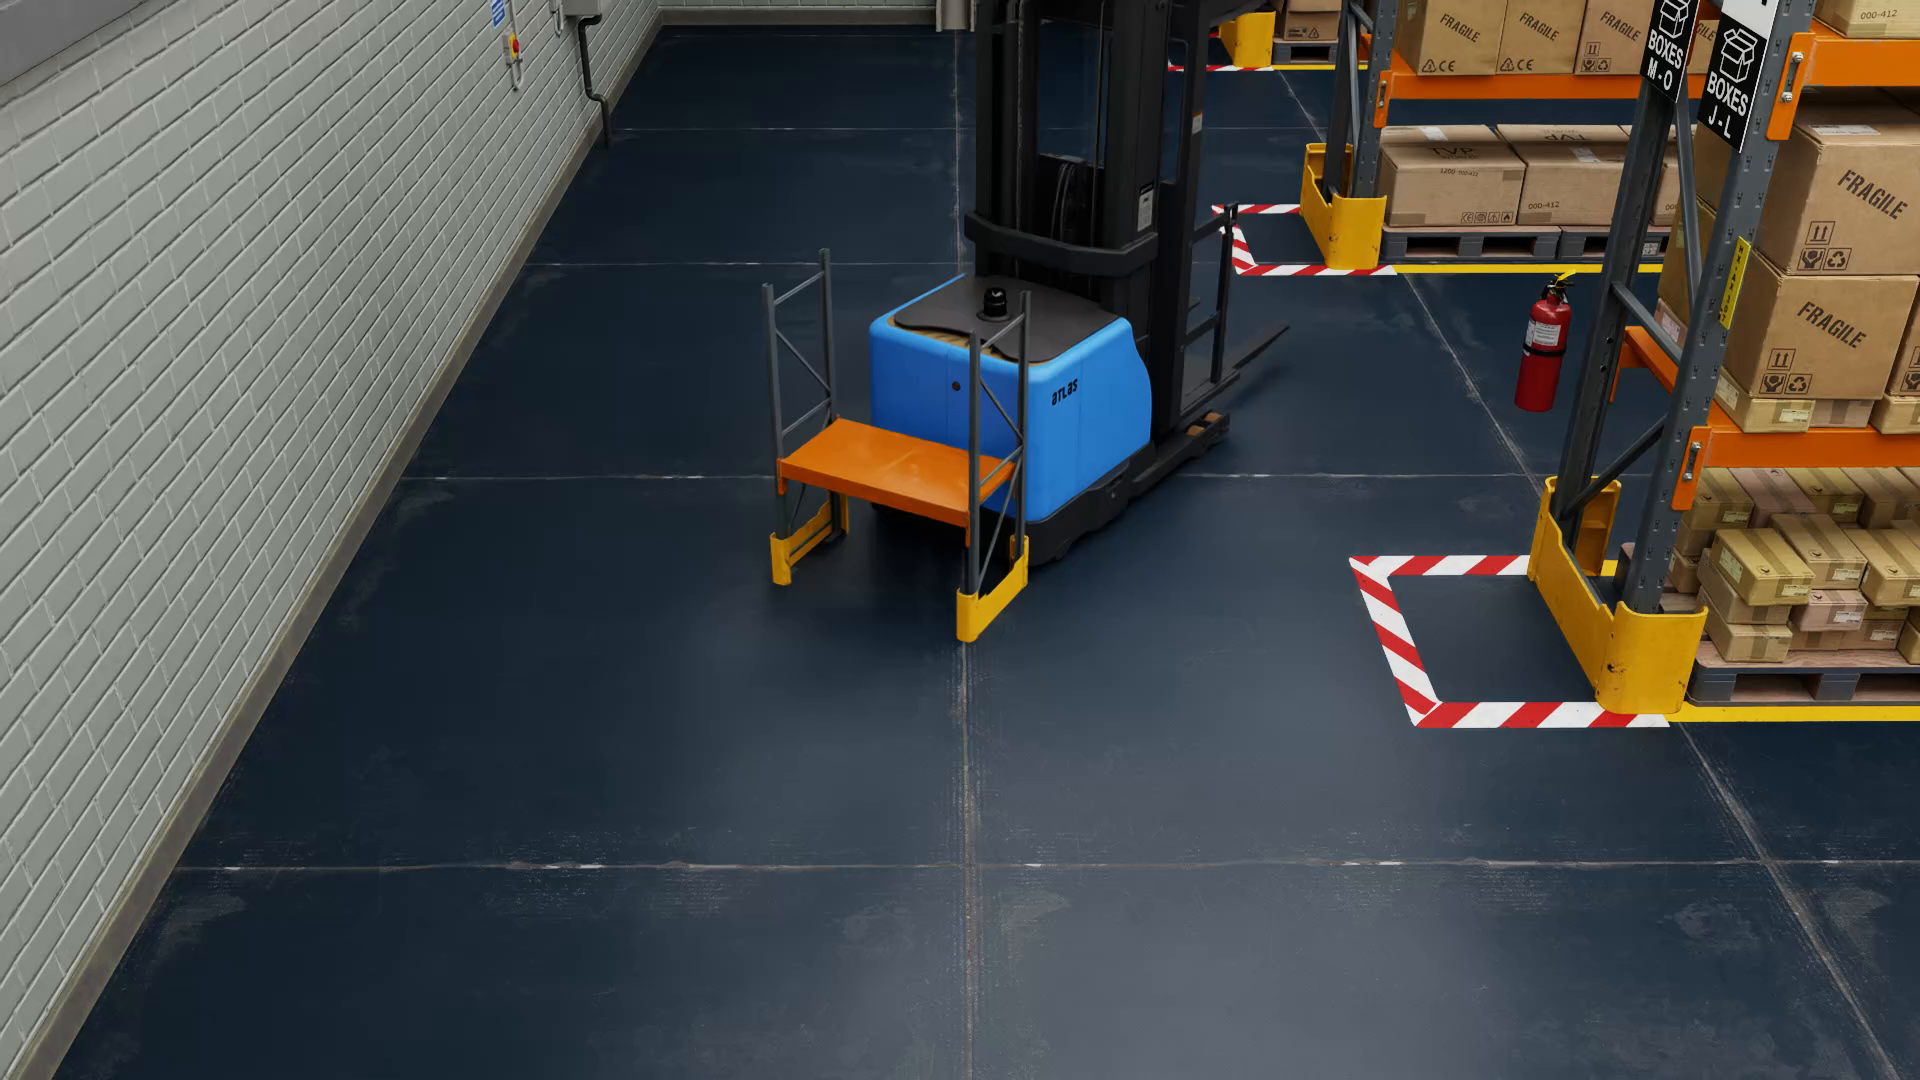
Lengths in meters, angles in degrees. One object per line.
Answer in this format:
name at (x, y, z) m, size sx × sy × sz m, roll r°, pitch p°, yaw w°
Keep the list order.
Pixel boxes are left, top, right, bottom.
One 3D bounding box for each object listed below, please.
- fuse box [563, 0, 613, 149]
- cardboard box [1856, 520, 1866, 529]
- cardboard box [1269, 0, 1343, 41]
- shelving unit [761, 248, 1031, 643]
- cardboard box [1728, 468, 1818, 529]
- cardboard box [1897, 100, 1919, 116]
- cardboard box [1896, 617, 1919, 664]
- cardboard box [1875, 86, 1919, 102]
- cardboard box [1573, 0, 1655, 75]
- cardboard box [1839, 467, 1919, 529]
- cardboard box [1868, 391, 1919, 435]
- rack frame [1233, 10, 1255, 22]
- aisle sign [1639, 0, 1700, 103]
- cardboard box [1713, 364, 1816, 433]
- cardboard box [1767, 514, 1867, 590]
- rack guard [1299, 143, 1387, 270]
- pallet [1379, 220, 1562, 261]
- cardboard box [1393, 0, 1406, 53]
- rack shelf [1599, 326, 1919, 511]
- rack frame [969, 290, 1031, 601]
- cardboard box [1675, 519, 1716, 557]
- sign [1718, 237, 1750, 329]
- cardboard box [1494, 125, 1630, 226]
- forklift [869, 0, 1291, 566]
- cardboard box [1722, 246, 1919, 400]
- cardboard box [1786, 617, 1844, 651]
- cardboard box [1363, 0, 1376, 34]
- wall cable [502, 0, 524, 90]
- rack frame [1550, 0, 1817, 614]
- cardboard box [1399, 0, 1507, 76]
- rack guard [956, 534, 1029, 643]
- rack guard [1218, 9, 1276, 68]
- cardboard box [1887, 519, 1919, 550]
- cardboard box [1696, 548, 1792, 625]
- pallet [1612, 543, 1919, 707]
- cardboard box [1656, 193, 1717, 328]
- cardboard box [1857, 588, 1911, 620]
fuse box at (-2.817, -3.925, 13.070) m, size 0.414 × 1.711 × 0.539 m, roll 0°, pitch 31°, yaw 0°
cardboard box at (4.135, -0.036, 7.475) m, size 0.250 × 0.149 × 0.380 m, roll -1°, pitch 31°, yaw -1°
cardboard box at (3.267, -5.056, 15.693) m, size 0.637 × 0.503 × 0.797 m, roll -1°, pitch 31°, yaw -2°
shelving unit at (-0.285, -0.441, 7.531) m, size 1.083 × 1.500 × 0.587 m, roll 16°, pitch 35°, yaw 24°
cardboard box at (3.599, -0.168, 7.405) m, size 0.250 × 0.149 × 0.380 m, roll 0°, pitch 31°, yaw 1°
cardboard box at (3.775, -1.315, 6.178) m, size 0.500 × 0.500 × 0.500 m, roll 1°, pitch 31°, yaw 1°
cardboard box at (4.111, 0.364, 7.103) m, size 0.250 × 0.149 × 0.380 m, roll 0°, pitch 31°, yaw 0°
cardboard box at (3.782, -1.578, 6.612) m, size 0.500 × 0.500 × 0.500 m, roll -1°, pitch 31°, yaw -2°
cardboard box at (4.185, -3.320, 10.733) m, size 0.500 × 0.500 × 0.500 m, roll 0°, pitch 31°, yaw -1°
cardboard box at (4.116, -0.202, 7.462) m, size 0.250 × 0.149 × 0.380 m, roll -1°, pitch 31°, yaw -2°
cardboard box at (3.669, -0.568, 6.536) m, size 0.250 × 0.149 × 0.380 m, roll -1°, pitch 31°, yaw -2°
rack frame at (2.655, -5.991, 15.232) m, size 0.127 × 3.000 × 1.000 m, roll 0°, pitch 31°, yaw 0°
aisle sign at (2.745, -2.115, 6.339) m, size 0.004 × 0.787 × 0.394 m, roll 0°, pitch 31°, yaw 0°
cardboard box at (3.145, -0.572, 6.543) m, size 0.250 × 0.149 × 0.380 m, roll 0°, pitch 31°, yaw -1°
cardboard box at (3.620, 0.048, 7.050) m, size 0.250 × 0.149 × 0.380 m, roll 0°, pitch 31°, yaw 1°
rack guard at (2.665, -2.347, 11.637) m, size 0.348 × 0.500 × 1.175 m, roll 0°, pitch 31°, yaw 0°
pallet at (3.488, -2.267, 11.783) m, size 1.213 × 0.211 × 1.003 m, roll 0°, pitch 31°, yaw 0°
cardboard box at (3.169, -3.597, 11.191) m, size 0.500 × 0.500 × 0.500 m, roll 0°, pitch 31°, yaw 0°
rack shelf at (4.819, -0.547, 6.954) m, size 4.000 × 0.370 × 1.077 m, roll 0°, pitch 31°, yaw 0°
rack frame at (0.170, -0.313, 7.320) m, size 0.032 × 1.500 × 0.500 m, roll 16°, pitch 35°, yaw 24°
cardboard box at (3.346, -0.086, 7.557) m, size 0.250 × 0.149 × 0.380 m, roll -1°, pitch 31°, yaw -2°
sign at (2.823, -0.937, 6.068) m, size 0.005 × 0.325 × 0.100 m, roll 0°, pitch 31°, yaw 0°
cardboard box at (4.263, -2.561, 11.645) m, size 0.875 × 0.438 × 0.875 m, roll 1°, pitch 31°, yaw 1°
forklift at (0.823, -1.839, 8.455) m, size 1.130 × 2.935 × 3.031 m, roll 21°, pitch 37°, yaw 30°
cardboard box at (3.270, -0.877, 6.420) m, size 0.500 × 0.500 × 0.500 m, roll 1°, pitch 31°, yaw 2°
cardboard box at (3.607, 0.312, 7.188) m, size 0.250 × 0.149 × 0.380 m, roll 0°, pitch 31°, yaw 0°
cardboard box at (4.122, -5.037, 15.665) m, size 0.500 × 0.500 × 0.700 m, roll 1°, pitch 31°, yaw 2°
wall cable at (-2.950, -3.834, 10.668) m, size 0.123 × 1.953 × 0.585 m, roll 0°, pitch 31°, yaw 0°
rack frame at (2.819, -0.849, 6.757) m, size 0.127 × 3.000 × 1.000 m, roll 0°, pitch 31°, yaw 0°
cardboard box at (3.170, -3.311, 10.719) m, size 0.500 × 0.500 × 0.500 m, roll 0°, pitch 31°, yaw -1°
rack guard at (0.153, 0.217, 7.652) m, size 0.087 × 0.250 × 0.587 m, roll 16°, pitch 35°, yaw 24°
rack guard at (2.731, -4.922, 15.881) m, size 0.348 × 0.500 × 1.175 m, roll 0°, pitch 31°, yaw 0°
cardboard box at (4.121, 0.070, 7.013) m, size 0.250 × 0.149 × 0.380 m, roll -2°, pitch 31°, yaw -3°
cardboard box at (3.345, 0.195, 7.094) m, size 0.250 × 0.149 × 0.380 m, roll 1°, pitch 31°, yaw 2°
pallet at (3.708, 0.359, 7.455) m, size 1.213 × 0.211 × 1.003 m, roll 0°, pitch 31°, yaw 0°
cardboard box at (3.267, -1.153, 6.876) m, size 0.500 × 0.500 × 0.500 m, roll 0°, pitch 31°, yaw 1°
cardboard box at (3.863, 0.177, 7.124) m, size 0.250 × 0.149 × 0.380 m, roll 0°, pitch 31°, yaw 0°
